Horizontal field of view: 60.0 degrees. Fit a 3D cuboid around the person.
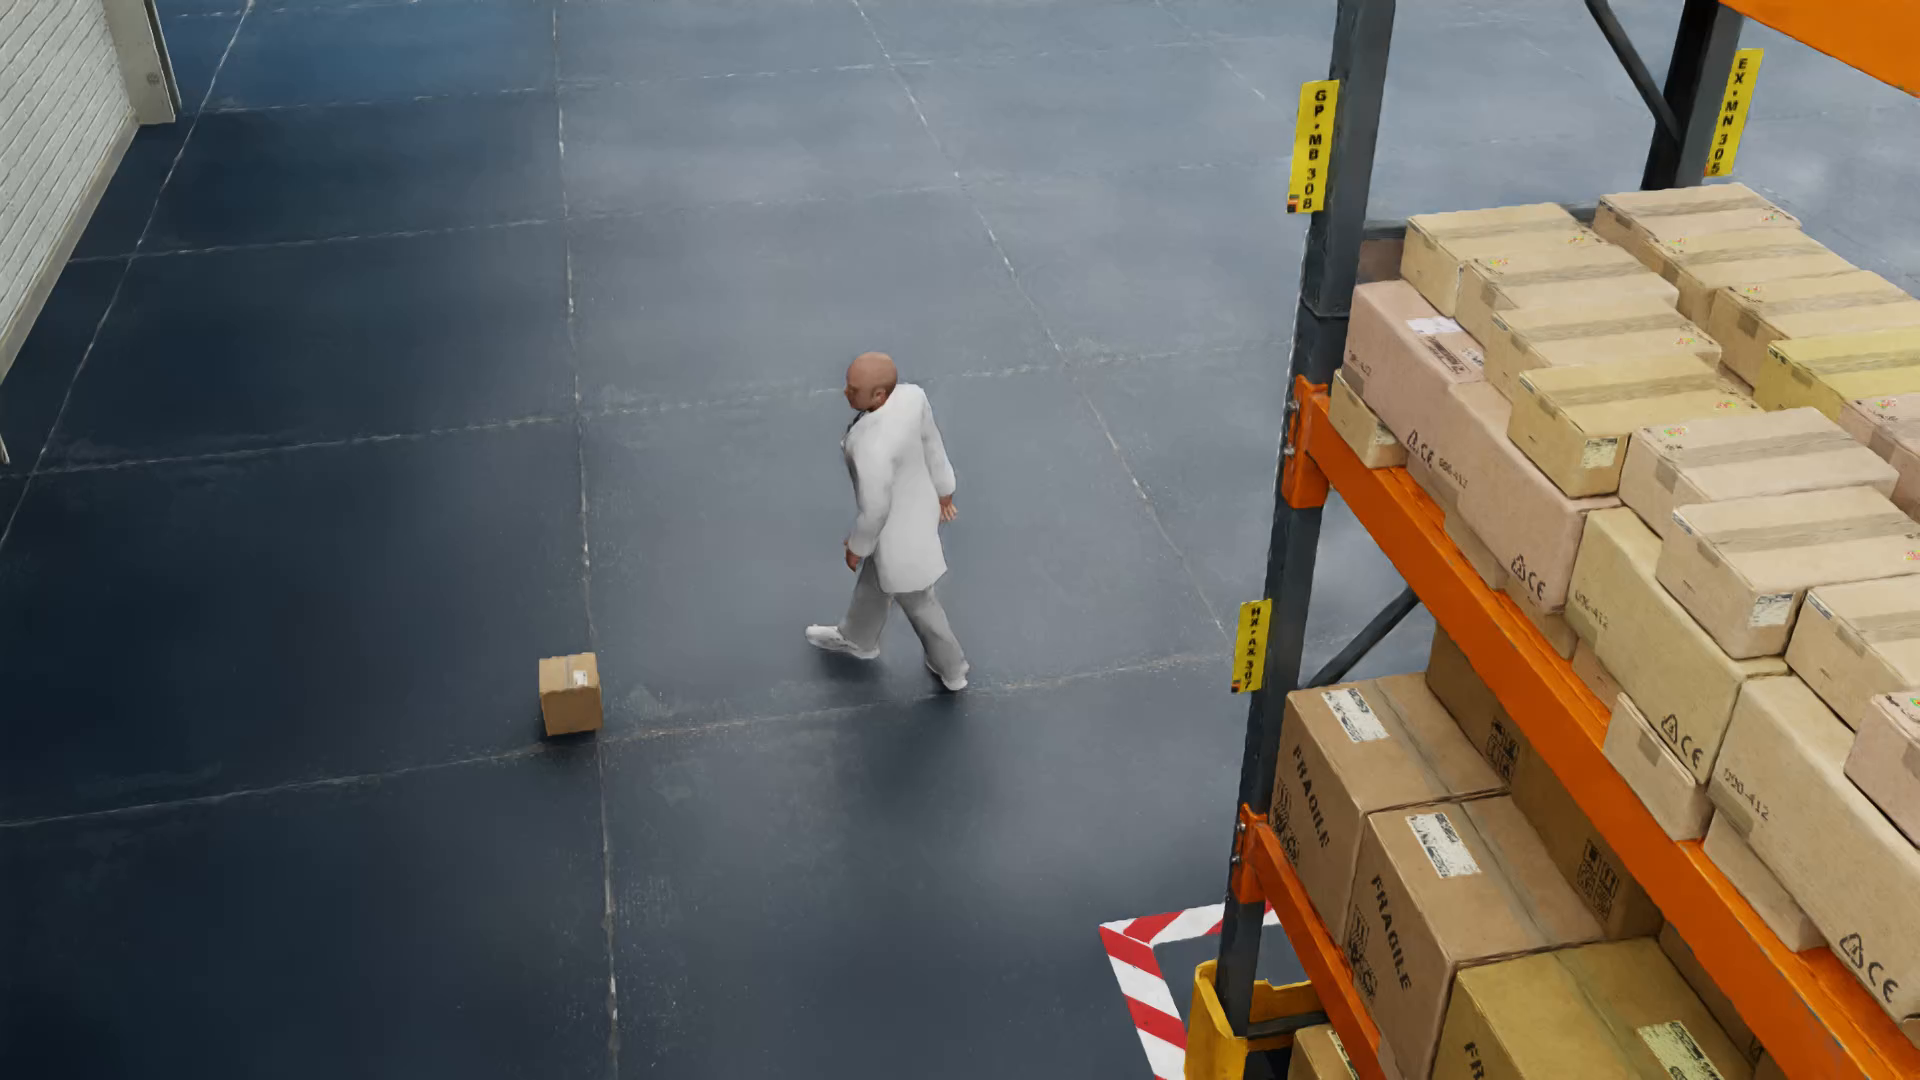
[{"bbox_3d":[-0.378,-0.084,7.282,0.841,1.755,0.653,11,35,16],"label":"person"}]
